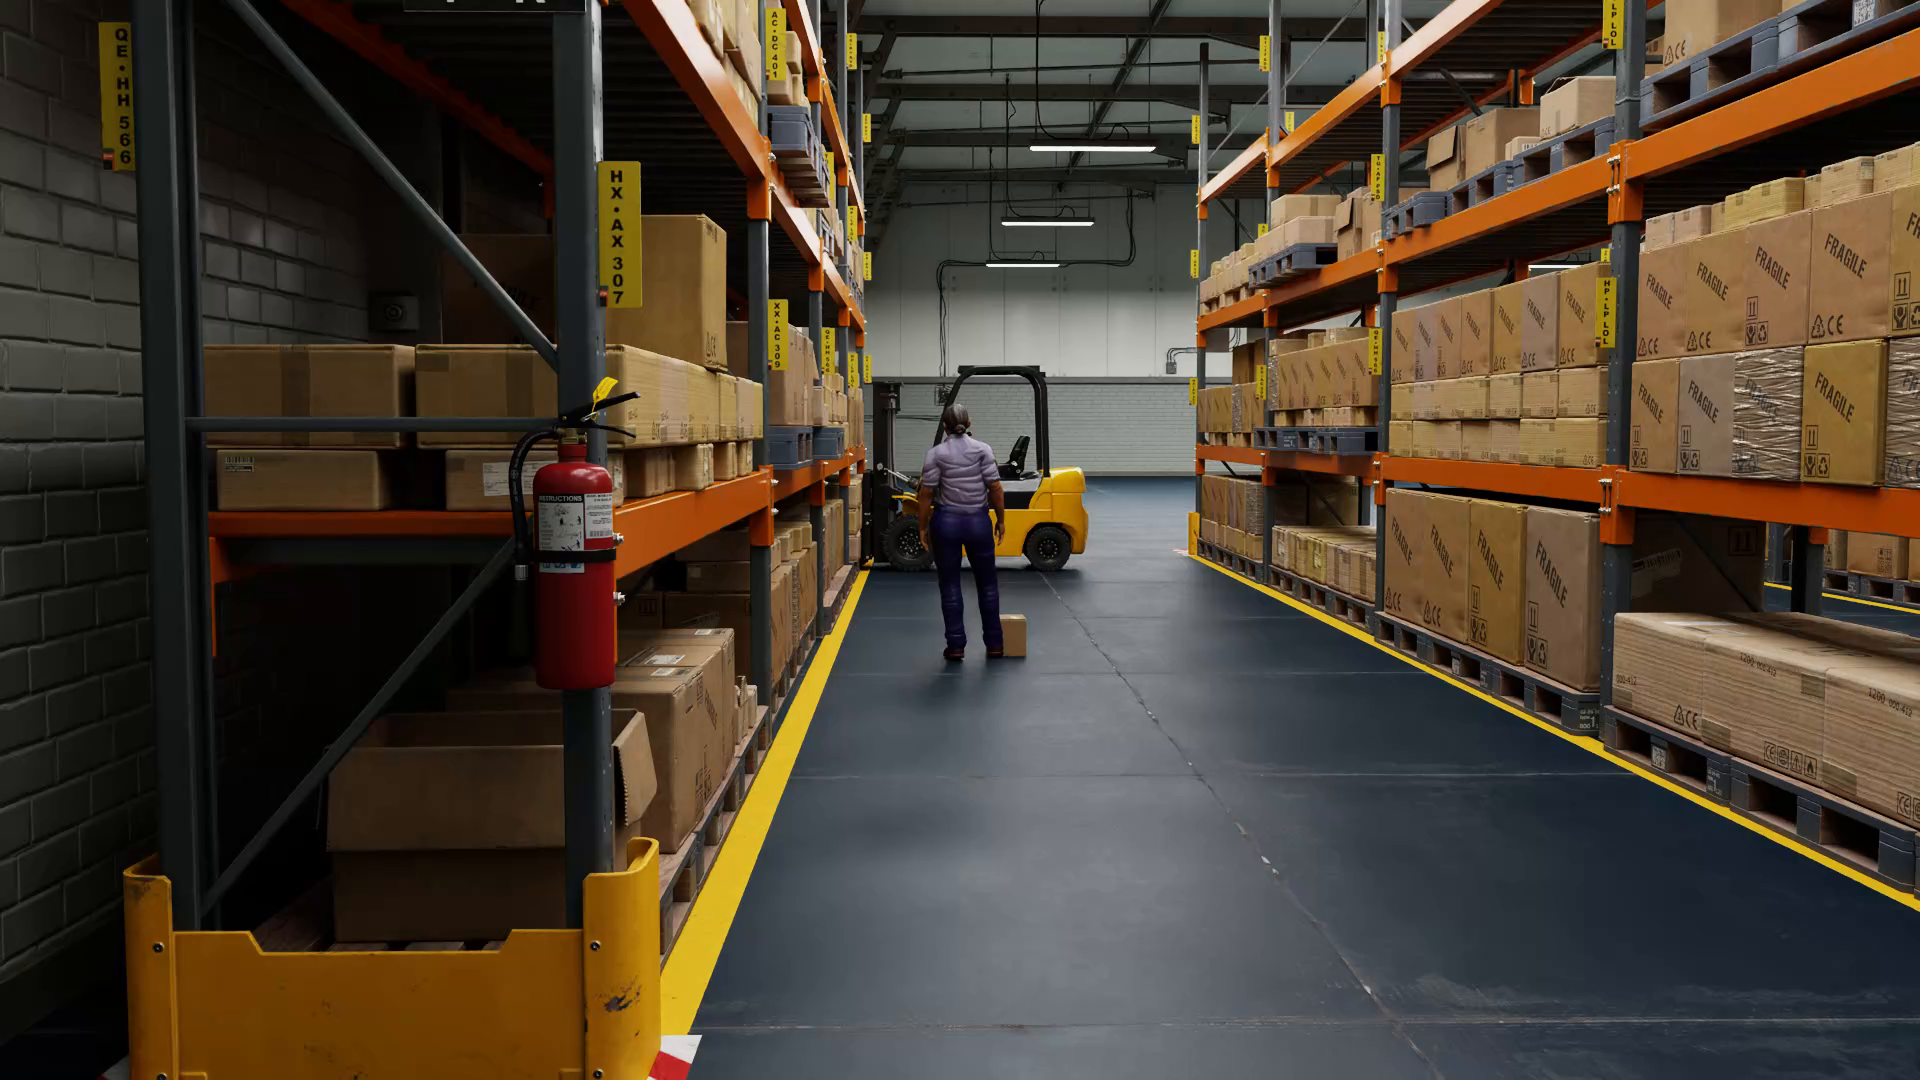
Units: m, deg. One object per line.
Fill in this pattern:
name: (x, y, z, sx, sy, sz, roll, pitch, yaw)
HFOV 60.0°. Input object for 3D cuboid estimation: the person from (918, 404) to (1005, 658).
person: (0.026, -0.052, 10.822, 0.598, 1.640, 0.502, 0, 4, -1)
